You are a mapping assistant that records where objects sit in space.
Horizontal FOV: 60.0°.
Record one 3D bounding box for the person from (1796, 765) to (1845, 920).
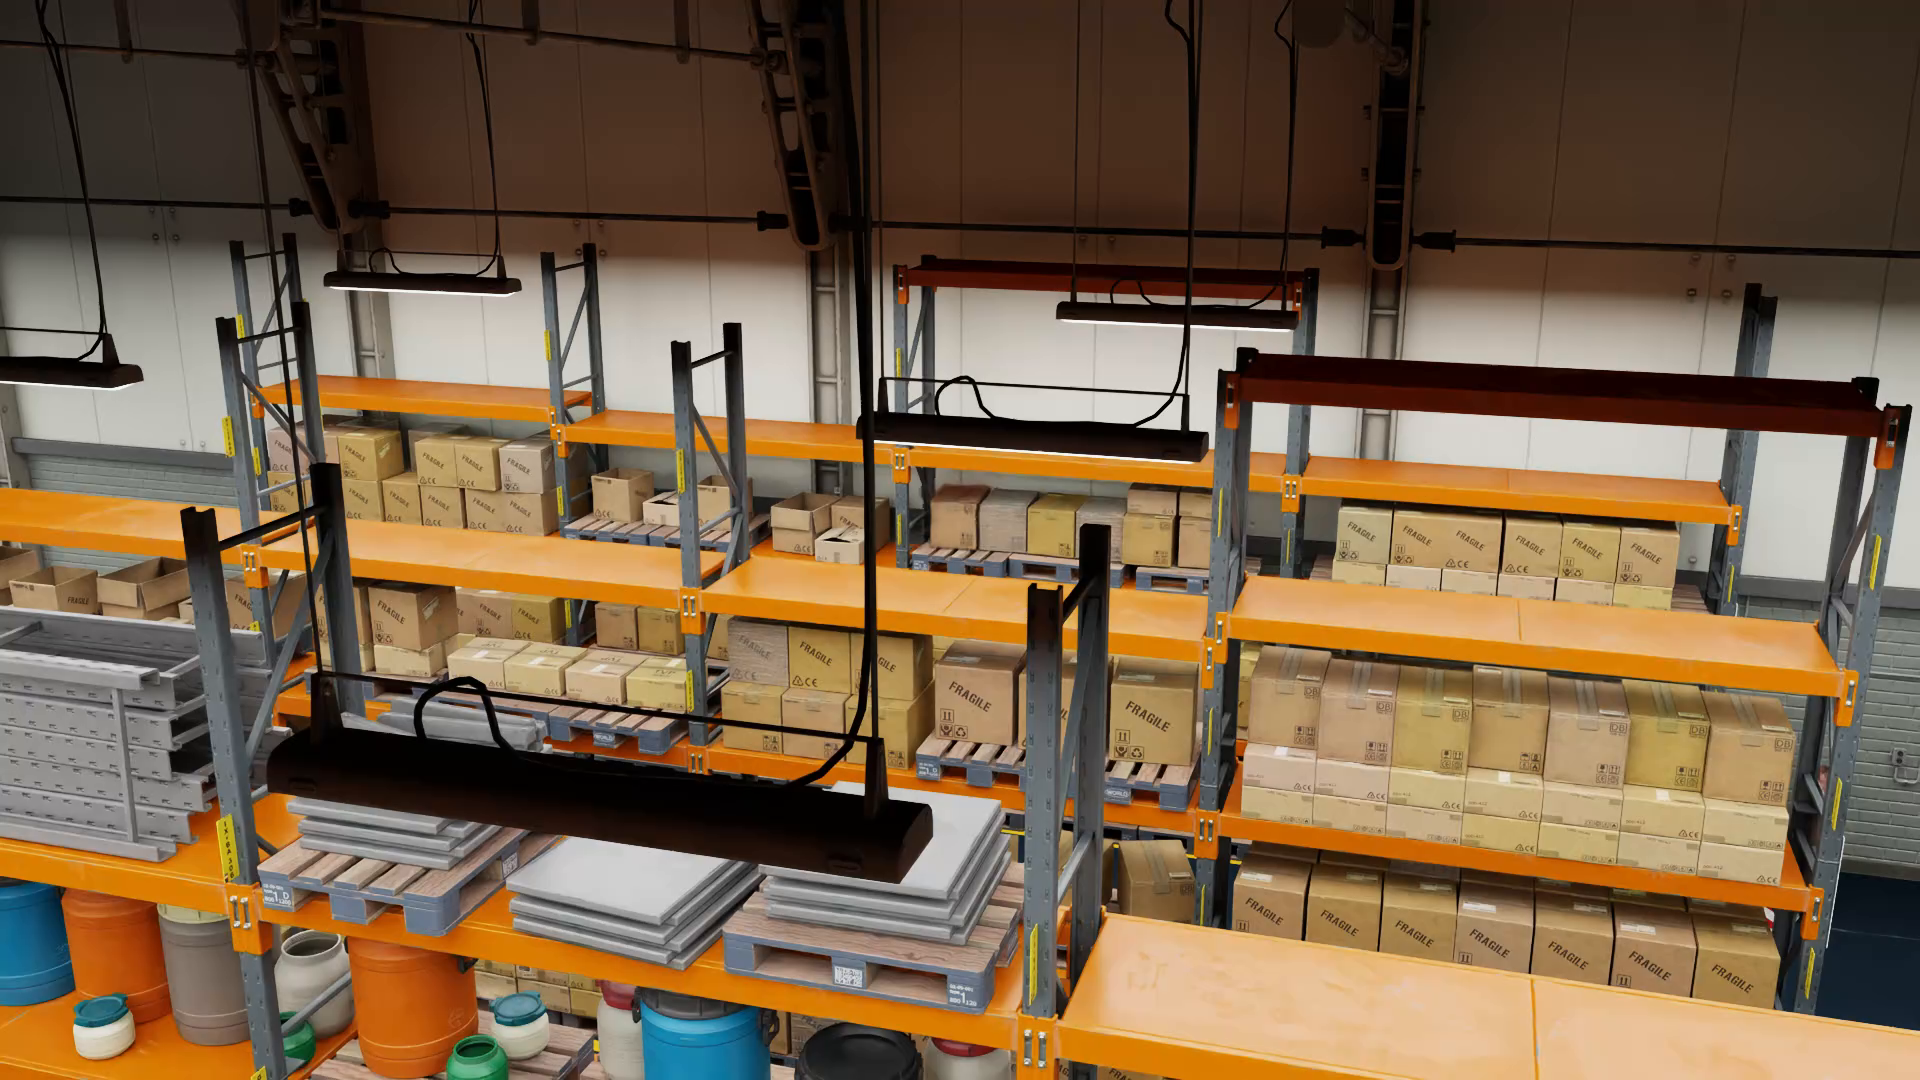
[{"bbox_3d":[8.162,2.900,15.864,0.455,1.592,0.587,11,19,33],"label":"person"}]
